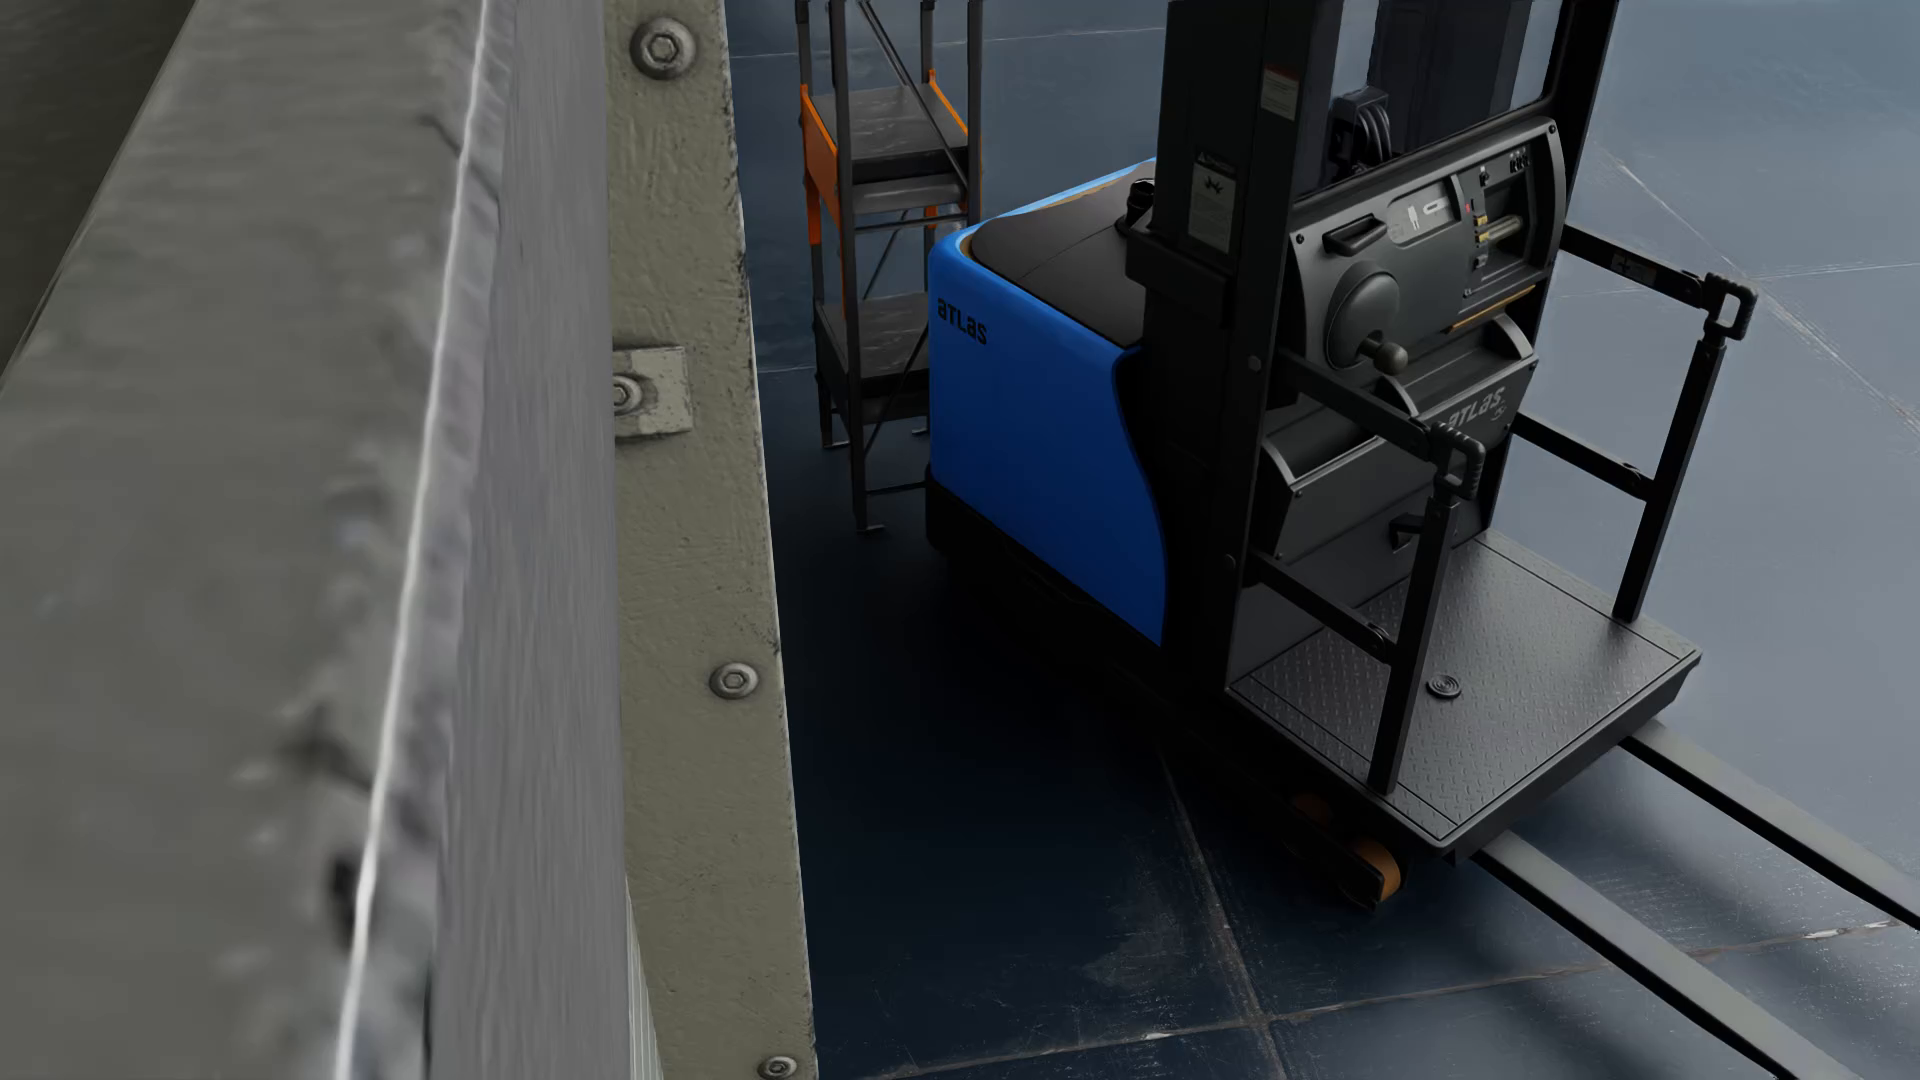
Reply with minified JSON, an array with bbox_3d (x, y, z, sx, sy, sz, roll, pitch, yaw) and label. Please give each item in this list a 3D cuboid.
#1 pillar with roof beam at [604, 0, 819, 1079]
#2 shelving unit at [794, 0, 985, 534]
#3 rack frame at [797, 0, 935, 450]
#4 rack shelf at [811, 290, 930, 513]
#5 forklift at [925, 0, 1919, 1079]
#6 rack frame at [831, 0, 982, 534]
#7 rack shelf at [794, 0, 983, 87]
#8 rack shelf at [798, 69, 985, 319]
[{"bbox_3d":[3.768,-2.785,1.500,9.100,9.000,0.400,-6,38,-8],"label":"pillar with roof beam"},{"bbox_3d":[-0.205,-1.030,4.864,0.431,2.100,0.503,-10,39,-13],"label":"shelving unit"},{"bbox_3d":[-0.273,-1.173,5.049,0.400,2.100,0.015,-10,39,-13],"label":"rack frame"},{"bbox_3d":[-0.205,-0.466,5.302,0.431,0.518,0.480,-10,39,-13],"label":"rack shelf"},{"bbox_3d":[1.209,-0.609,3.644,1.130,2.935,3.031,-26,45,-30],"label":"forklift"},{"bbox_3d":[-0.136,-0.886,4.679,0.400,2.100,0.015,-10,39,-13],"label":"rack frame"},{"bbox_3d":[-0.205,-1.572,4.443,0.431,0.518,0.480,-10,39,-13],"label":"rack shelf"},{"bbox_3d":[-0.205,-1.019,4.872,0.431,0.518,0.480,-10,39,-13],"label":"rack shelf"}]
